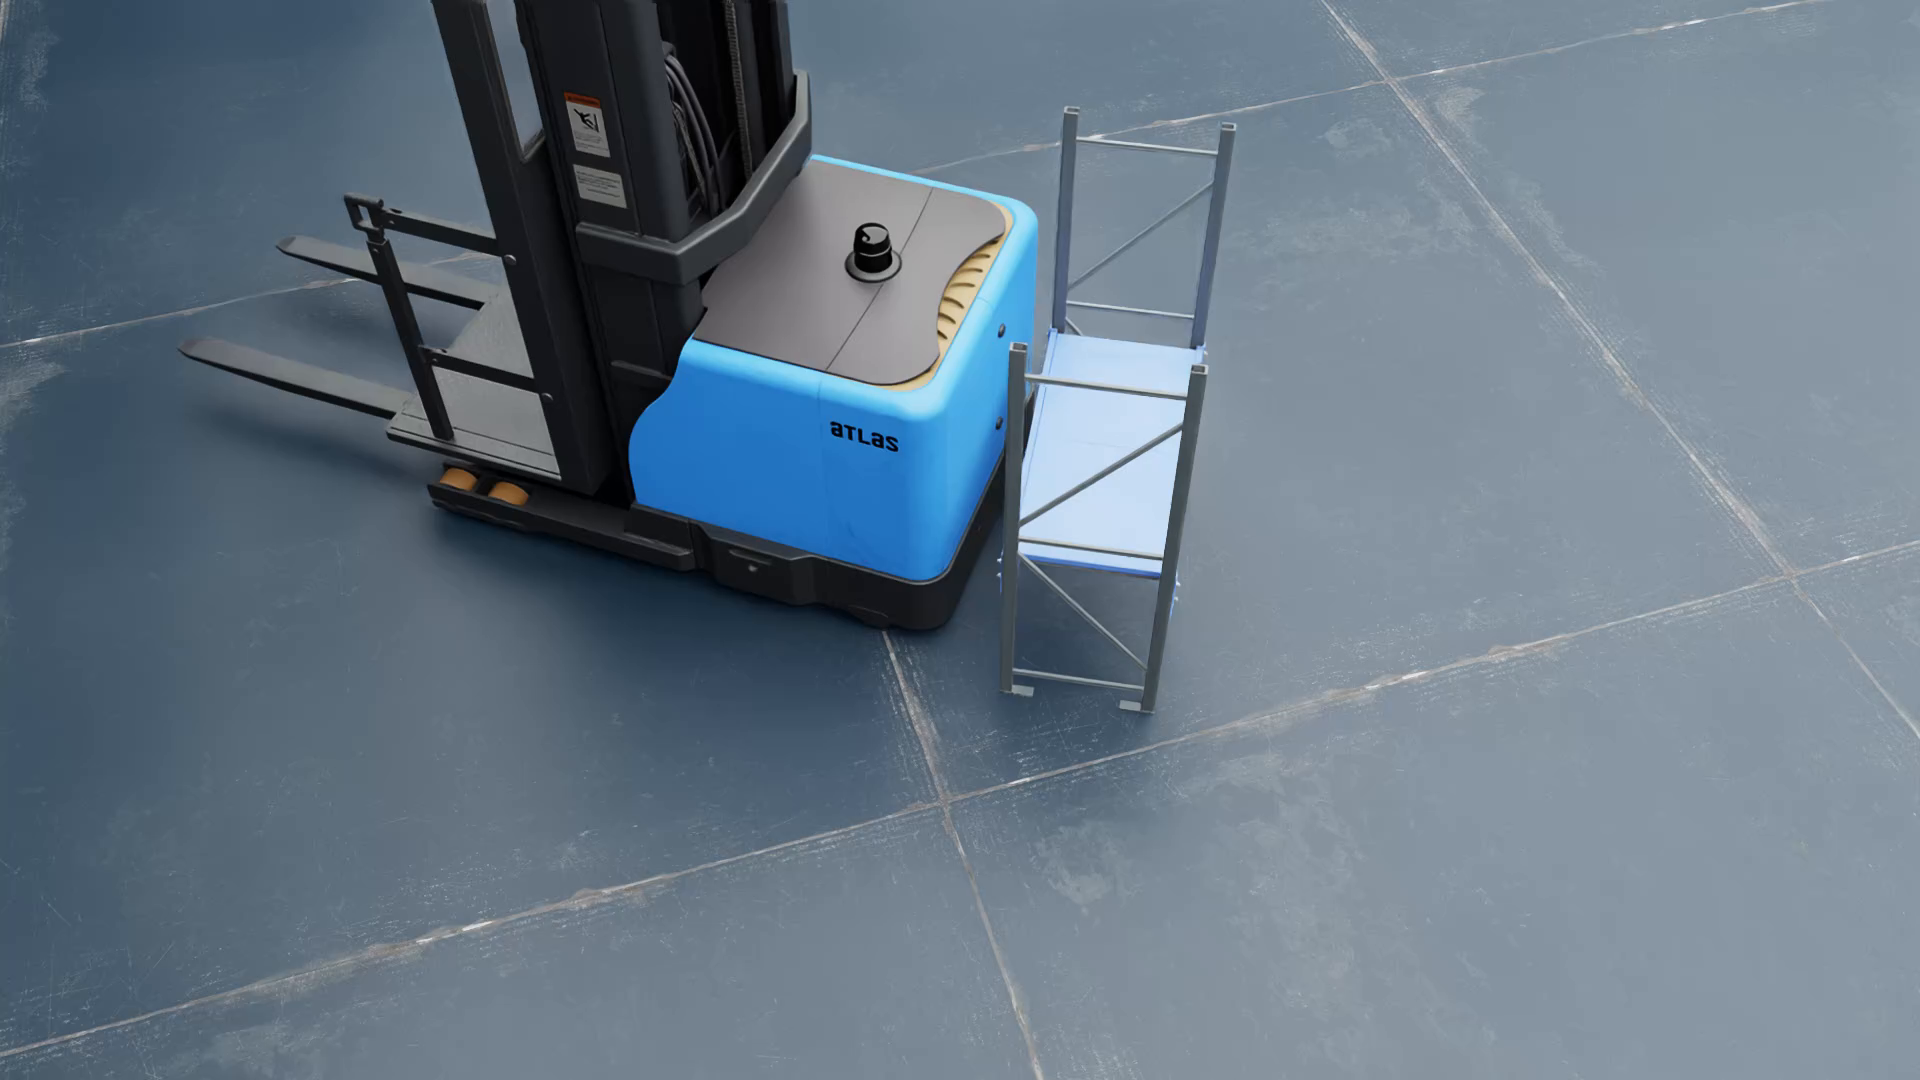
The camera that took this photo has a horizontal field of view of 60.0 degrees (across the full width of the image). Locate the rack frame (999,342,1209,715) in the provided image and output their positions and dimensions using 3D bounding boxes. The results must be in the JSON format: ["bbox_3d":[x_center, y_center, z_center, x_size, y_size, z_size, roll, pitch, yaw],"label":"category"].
[{"bbox_3d":[0.373,0.026,4.747,0.500,1.500,0.032,8,50,6],"label":"rack frame"}]

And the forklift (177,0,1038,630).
[{"bbox_3d":[-1.312,-1.349,4.970,3.031,2.935,1.130,15,52,13],"label":"forklift"}]

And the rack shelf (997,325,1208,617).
[{"bbox_3d":[0.462,-0.241,5.207,0.538,0.185,1.000,8,50,6],"label":"rack shelf"}]

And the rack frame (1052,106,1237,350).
[{"bbox_3d":[0.550,-0.739,5.392,0.500,1.500,0.032,8,50,6],"label":"rack frame"}]

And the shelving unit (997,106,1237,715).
[{"bbox_3d":[0.462,-0.357,5.070,0.538,1.500,1.048,8,50,6],"label":"shelving unit"}]
